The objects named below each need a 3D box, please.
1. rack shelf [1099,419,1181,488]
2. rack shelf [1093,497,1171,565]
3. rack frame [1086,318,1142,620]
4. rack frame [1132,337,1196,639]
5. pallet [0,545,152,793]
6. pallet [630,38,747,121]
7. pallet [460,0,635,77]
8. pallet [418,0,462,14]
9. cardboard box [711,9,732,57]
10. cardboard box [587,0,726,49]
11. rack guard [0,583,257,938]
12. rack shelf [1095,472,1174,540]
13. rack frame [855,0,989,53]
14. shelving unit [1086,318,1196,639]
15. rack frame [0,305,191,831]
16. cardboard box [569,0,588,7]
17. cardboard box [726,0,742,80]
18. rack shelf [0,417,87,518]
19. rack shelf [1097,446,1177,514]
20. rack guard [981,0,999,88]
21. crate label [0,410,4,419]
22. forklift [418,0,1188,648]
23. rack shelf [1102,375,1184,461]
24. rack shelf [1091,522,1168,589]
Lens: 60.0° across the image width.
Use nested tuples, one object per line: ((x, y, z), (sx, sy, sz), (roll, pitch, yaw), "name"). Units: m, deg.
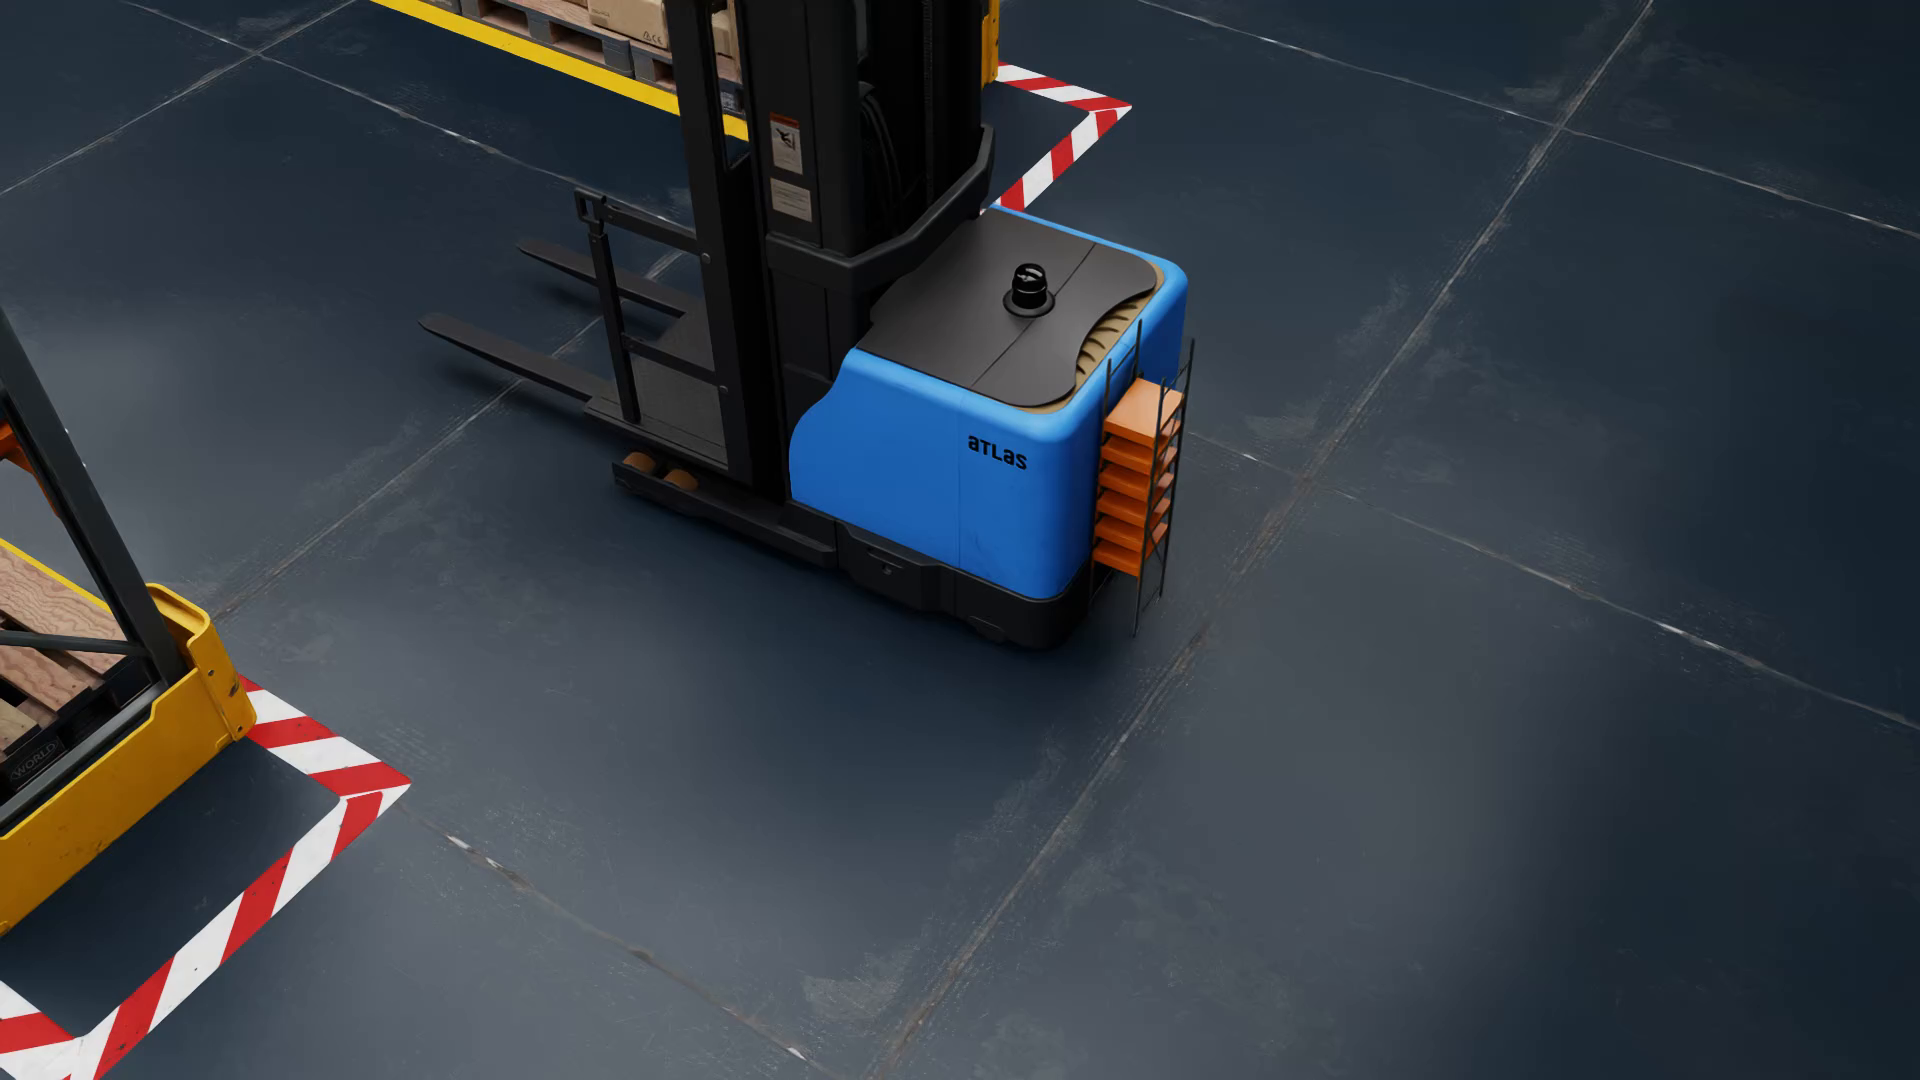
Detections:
((0.595, -0.311, 5.443), (0.180, 0.103, 0.258), (22, 50, 20), "rack shelf")
((0.595, -0.060, 5.701), (0.180, 0.103, 0.258), (22, 50, 20), "rack shelf")
((0.515, -0.207, 5.615), (0.006, 1.200, 0.240), (22, 50, 20), "rack frame")
((0.674, -0.142, 5.552), (0.006, 1.200, 0.240), (22, 50, 20), "rack frame")
((-3.526, 0.472, 5.644), (1.213, 0.211, 1.003), (25, 51, 22), "pallet")
((-0.911, -2.511, 8.543), (1.213, 0.211, 1.003), (25, 51, 22), "pallet")
((-1.934, -2.984, 9.003), (1.213, 0.211, 1.003), (25, 51, 22), "pallet")
((-2.965, -3.456, 9.461), (1.213, 0.211, 1.003), (25, 51, 22), "pallet")
((-1.058, -2.584, 8.339), (0.250, 0.166, 0.380), (25, 51, 22), "cardboard box")
((-1.549, -2.788, 8.478), (0.500, 0.250, 0.500), (25, 51, 22), "cardboard box")
((-2.825, 0.716, 5.206), (0.348, 0.500, 1.175), (25, 51, 22), "rack guard")
((0.595, -0.144, 5.615), (0.180, 0.103, 0.258), (22, 50, 20), "rack shelf")
((-0.175, -3.145, 7.215), (0.127, 3.000, 1.000), (25, 51, 22), "rack frame")
((0.595, -0.175, 5.583), (0.189, 1.200, 0.258), (22, 50, 20), "shelving unit")
((-2.853, -0.157, 4.311), (0.127, 3.000, 1.000), (25, 51, 22), "rack frame")
((-1.958, -3.253, 8.754), (0.637, 0.503, 0.797), (25, 51, 22), "cardboard box")
((-0.766, -2.489, 8.014), (0.500, 0.500, 0.500), (25, 51, 22), "cardboard box")
((-4.536, -0.680, 5.321), (4.000, 0.370, 1.077), (25, 51, 22), "rack shelf")
((0.595, -0.228, 5.529), (0.180, 0.103, 0.258), (22, 50, 20), "rack shelf")
((-0.239, -2.304, 8.140), (0.348, 0.500, 1.175), (25, 51, 22), "rack guard")
((-2.883, -0.414, 4.635), (0.303, 0.233, 0.416), (25, 51, 22), "crate label")
((-0.742, -1.431, 5.597), (3.031, 2.935, 1.130), (22, 50, 20), "forklift")
((0.595, -0.395, 5.357), (0.180, 0.103, 0.258), (22, 50, 20), "rack shelf")
((0.595, 0.023, 5.787), (0.180, 0.103, 0.258), (22, 50, 20), "rack shelf")
